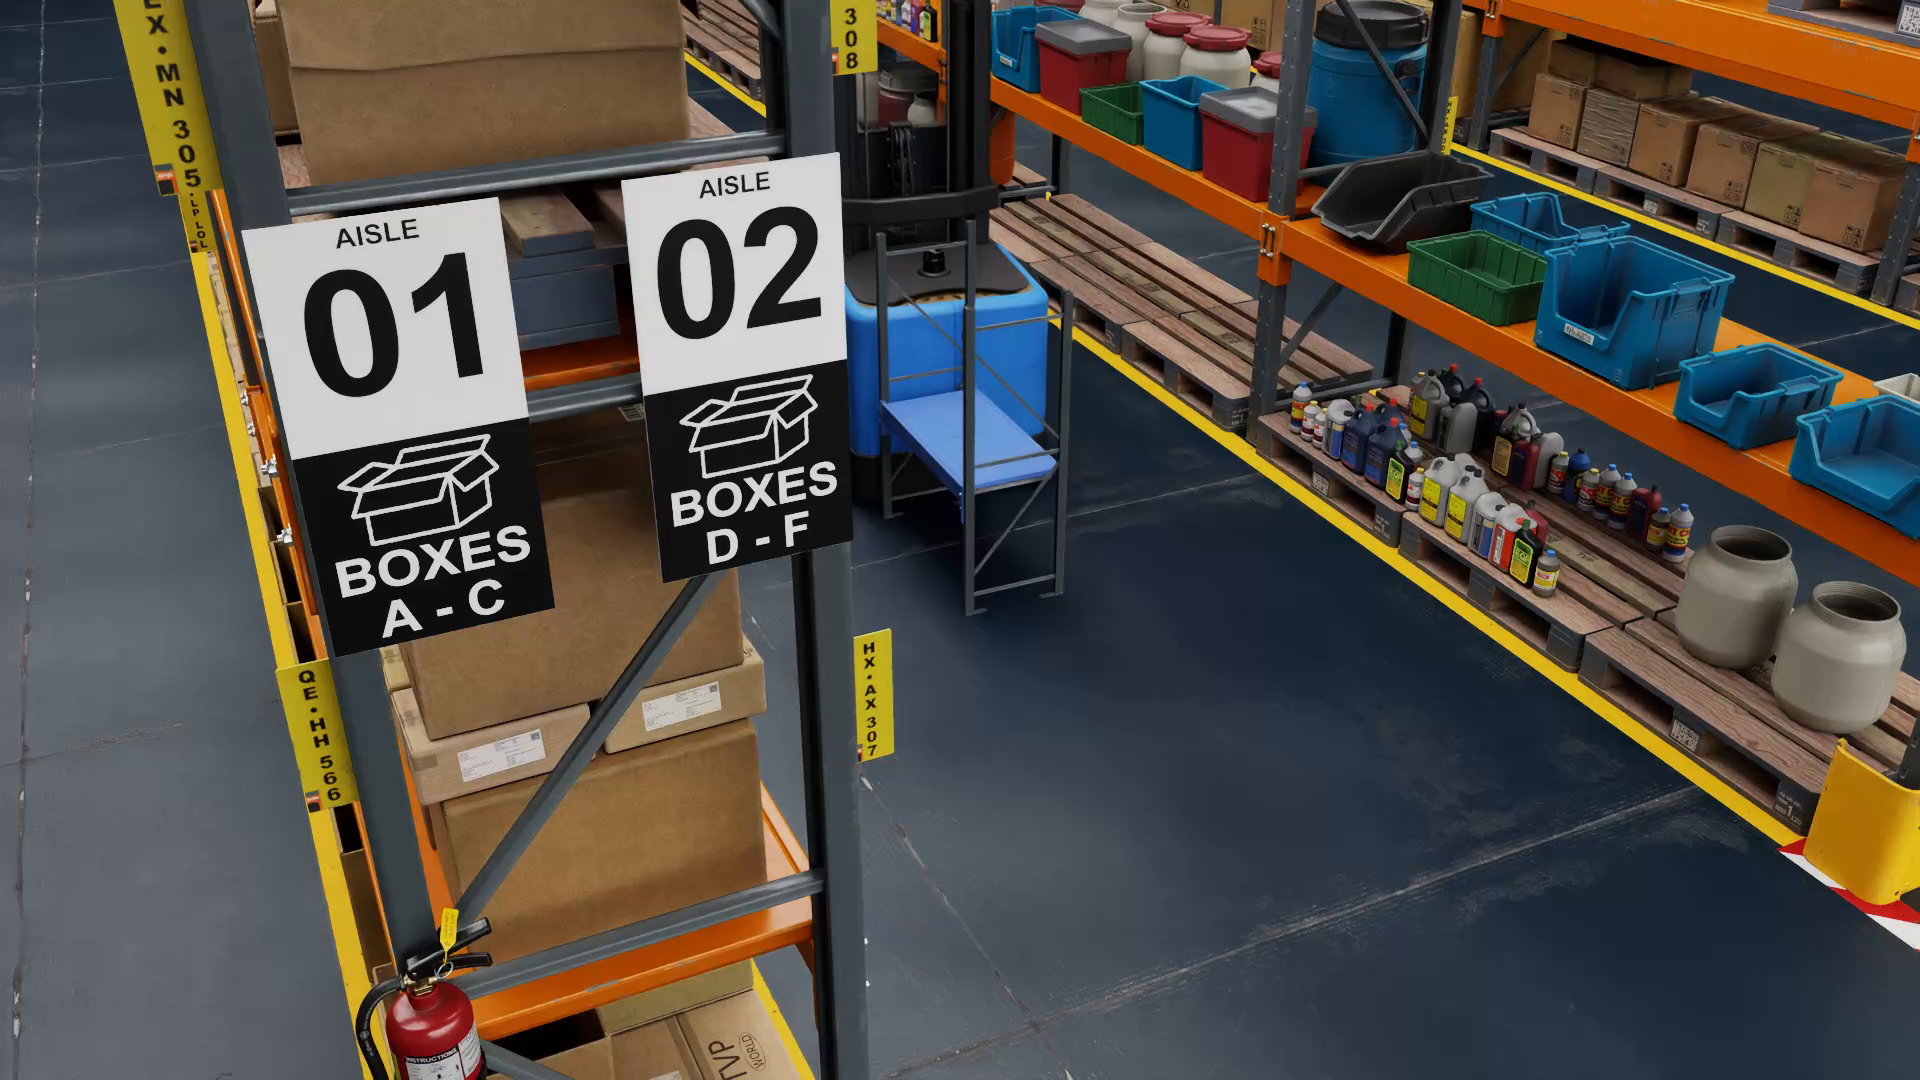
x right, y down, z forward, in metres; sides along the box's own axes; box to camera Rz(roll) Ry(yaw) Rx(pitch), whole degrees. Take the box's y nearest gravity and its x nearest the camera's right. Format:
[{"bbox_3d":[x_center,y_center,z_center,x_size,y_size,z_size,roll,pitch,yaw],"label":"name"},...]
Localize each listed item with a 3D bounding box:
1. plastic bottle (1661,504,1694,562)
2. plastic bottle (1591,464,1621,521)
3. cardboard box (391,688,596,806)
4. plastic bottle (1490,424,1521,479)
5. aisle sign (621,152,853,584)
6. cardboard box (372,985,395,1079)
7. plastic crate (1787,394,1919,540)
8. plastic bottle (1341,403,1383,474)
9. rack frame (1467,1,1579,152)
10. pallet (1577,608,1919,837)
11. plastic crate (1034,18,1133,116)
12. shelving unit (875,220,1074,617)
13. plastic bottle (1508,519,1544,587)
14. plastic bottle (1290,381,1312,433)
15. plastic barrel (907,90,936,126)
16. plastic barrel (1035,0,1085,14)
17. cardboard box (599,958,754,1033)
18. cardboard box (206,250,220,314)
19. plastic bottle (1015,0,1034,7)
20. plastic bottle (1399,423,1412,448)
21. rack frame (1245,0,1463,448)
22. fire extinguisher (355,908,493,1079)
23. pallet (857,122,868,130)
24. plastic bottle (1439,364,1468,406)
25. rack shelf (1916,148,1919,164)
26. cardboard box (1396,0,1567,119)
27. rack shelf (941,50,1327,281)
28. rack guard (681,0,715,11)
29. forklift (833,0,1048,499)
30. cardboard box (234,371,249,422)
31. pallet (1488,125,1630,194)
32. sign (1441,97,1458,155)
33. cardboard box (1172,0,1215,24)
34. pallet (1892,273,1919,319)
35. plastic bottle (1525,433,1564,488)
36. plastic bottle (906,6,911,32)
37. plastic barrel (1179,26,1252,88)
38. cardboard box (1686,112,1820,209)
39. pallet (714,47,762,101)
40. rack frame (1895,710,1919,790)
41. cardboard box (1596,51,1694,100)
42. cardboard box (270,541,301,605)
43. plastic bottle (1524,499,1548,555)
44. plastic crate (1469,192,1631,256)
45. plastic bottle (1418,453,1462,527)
[{"bbox_3d":[3.282,-0.039,7.592,0.097,0.271,0.097,0,29,0],"label":"plastic bottle"},{"bbox_3d":[3.092,-0.235,7.941,0.097,0.271,0.097,0,29,0],"label":"plastic bottle"},{"bbox_3d":[-1.033,0.412,3.682,0.380,0.149,0.250,-14,32,-23],"label":"cardboard box"},{"bbox_3d":[2.738,-0.461,8.332,0.061,0.283,0.133,-13,32,-22],"label":"plastic bottle"},{"bbox_3d":[-0.392,-0.302,3.063,0.394,0.787,0.004,-13,32,-22],"label":"aisle sign"},{"bbox_3d":[-1.419,1.491,4.907,0.500,0.250,0.500,-13,32,-22],"label":"cardboard box"},{"bbox_3d":[3.293,-0.264,5.806,0.499,0.251,0.616,-13,32,-22],"label":"plastic crate"},{"bbox_3d":[2.033,-0.530,8.388,0.144,0.351,0.185,-12,32,-21],"label":"plastic bottle"},{"bbox_3d":[4.818,-4.745,13.644,1.000,3.000,0.127,-13,32,-22],"label":"rack frame"},{"bbox_3d":[3.360,0.662,6.854,1.003,0.211,1.213,-13,32,-22],"label":"pallet"},{"bbox_3d":[0.762,-2.954,10.387,0.402,0.464,0.583,-13,32,-22],"label":"plastic crate"},{"bbox_3d":[0.044,-0.584,7.758,0.538,1.500,1.048,-12,31,-20],"label":"shelving unit"},{"bbox_3d":[2.528,0.055,7.412,0.061,0.283,0.133,-12,32,-21],"label":"plastic bottle"},{"bbox_3d":[1.802,-0.707,8.783,0.097,0.271,0.097,0,29,0],"label":"plastic bottle"},{"bbox_3d":[-0.204,-3.246,13.086,0.421,0.512,0.421,0,29,0],"label":"plastic barrel"},{"bbox_3d":[0.817,-3.623,11.504,0.600,0.536,0.708,-13,32,-22],"label":"plastic barrel"},{"bbox_3d":[-0.942,1.053,4.921,0.500,0.500,0.500,-13,32,-22],"label":"cardboard box"},{"bbox_3d":[-4.171,-1.602,9.848,0.500,0.311,0.500,-12,31,-20],"label":"cardboard box"},{"bbox_3d":[0.450,-3.910,12.282,0.152,0.276,0.135,-13,32,-22],"label":"plastic bottle"},{"bbox_3d":[2.204,-0.457,8.338,0.097,0.271,0.097,0,29,0],"label":"plastic bottle"},{"bbox_3d":[2.061,-1.938,8.639,1.000,3.000,0.127,-13,32,-22],"label":"rack frame"},{"bbox_3d":[-1.065,1.051,3.388,0.296,0.674,0.183,-13,32,-22],"label":"fire extinguisher"},{"bbox_3d":[-0.552,-3.366,14.037,1.003,0.211,1.213,-13,32,-22],"label":"pallet"},{"bbox_3d":[2.598,-0.750,8.780,0.144,0.351,0.185,-14,32,-23],"label":"plastic bottle"},{"bbox_3d":[7.393,-1.780,9.094,1.077,0.370,4.000,-13,32,-22],"label":"rack shelf"},{"bbox_3d":[4.540,-4.310,14.613,1.225,0.875,0.875,-15,32,-24],"label":"cardboard box"},{"bbox_3d":[1.203,-2.507,10.390,1.077,0.370,4.000,-13,32,-22],"label":"rack shelf"},{"bbox_3d":[-3.112,-6.156,18.717,1.175,0.500,0.348,-13,32,-22],"label":"rack guard"},{"bbox_3d":[-0.443,-2.194,9.165,1.130,2.935,3.031,-8,30,-14],"label":"forklift"},{"bbox_3d":[-3.288,-0.696,8.233,0.500,0.311,0.500,-13,32,-22],"label":"cardboard box"},{"bbox_3d":[5.152,-3.183,13.710,1.003,0.211,1.213,-13,32,-22],"label":"pallet"},{"bbox_3d":[2.563,-2.169,8.768,0.100,0.325,0.005,-13,32,-22],"label":"sign"},{"bbox_3d":[2.889,-6.076,17.762,0.875,0.875,0.875,-13,32,-22],"label":"cardboard box"},{"bbox_3d":[6.855,-1.472,10.659,1.003,0.211,1.213,-13,32,-22],"label":"pallet"},{"bbox_3d":[2.885,-0.418,8.263,0.152,0.276,0.135,-12,32,-21],"label":"plastic bottle"},{"bbox_3d":[-0.347,-3.864,12.277,0.097,0.201,0.097,0,29,0],"label":"plastic bottle"},{"bbox_3d":[1.534,-2.790,10.019,0.433,0.535,0.433,0,29,0],"label":"plastic barrel"},{"bbox_3d":[5.862,-2.817,12.312,0.700,0.500,0.500,-16,33,-26],"label":"cardboard box"},{"bbox_3d":[-1.724,-4.572,16.188,1.003,0.211,1.213,-13,32,-22],"label":"pallet"},{"bbox_3d":[3.779,-0.171,5.488,1.000,3.000,0.127,-13,32,-22],"label":"rack frame"},{"bbox_3d":[5.369,-3.651,13.034,0.500,0.250,0.500,-9,31,-16],"label":"cardboard box"},{"bbox_3d":[-2.276,0.280,6.300,0.500,0.500,0.500,-13,32,-22],"label":"cardboard box"},{"bbox_3d":[2.607,-0.037,7.576,0.061,0.283,0.133,-13,32,-22],"label":"plastic bottle"},{"bbox_3d":[2.782,-1.441,7.905,0.499,0.251,0.616,-13,32,-22],"label":"plastic crate"},{"bbox_3d":[2.297,-0.259,7.904,0.144,0.351,0.185,-13,32,-22],"label":"plastic bottle"}]
